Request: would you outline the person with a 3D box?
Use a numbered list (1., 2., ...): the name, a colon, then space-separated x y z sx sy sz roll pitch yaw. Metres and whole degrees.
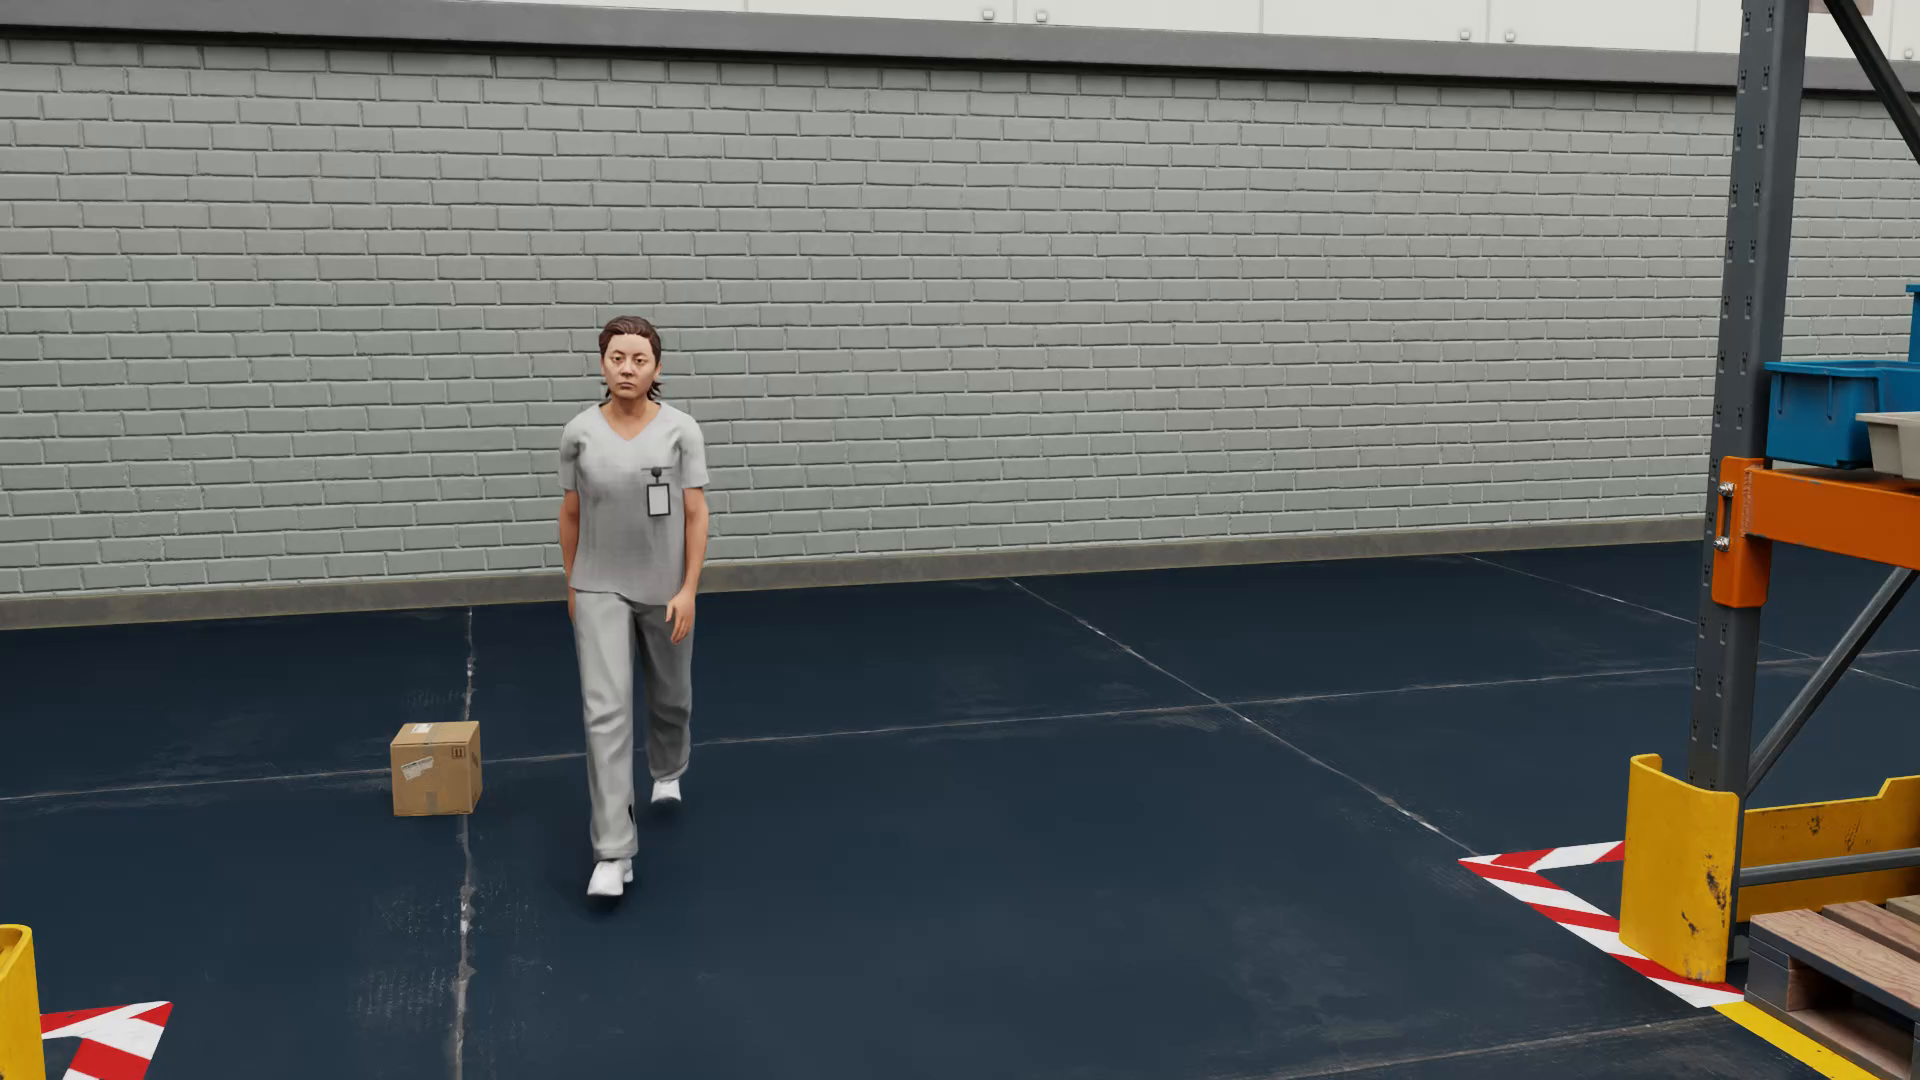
1. person: -0.967 0.149 4.982 0.444 1.633 0.997 -2 10 -12
